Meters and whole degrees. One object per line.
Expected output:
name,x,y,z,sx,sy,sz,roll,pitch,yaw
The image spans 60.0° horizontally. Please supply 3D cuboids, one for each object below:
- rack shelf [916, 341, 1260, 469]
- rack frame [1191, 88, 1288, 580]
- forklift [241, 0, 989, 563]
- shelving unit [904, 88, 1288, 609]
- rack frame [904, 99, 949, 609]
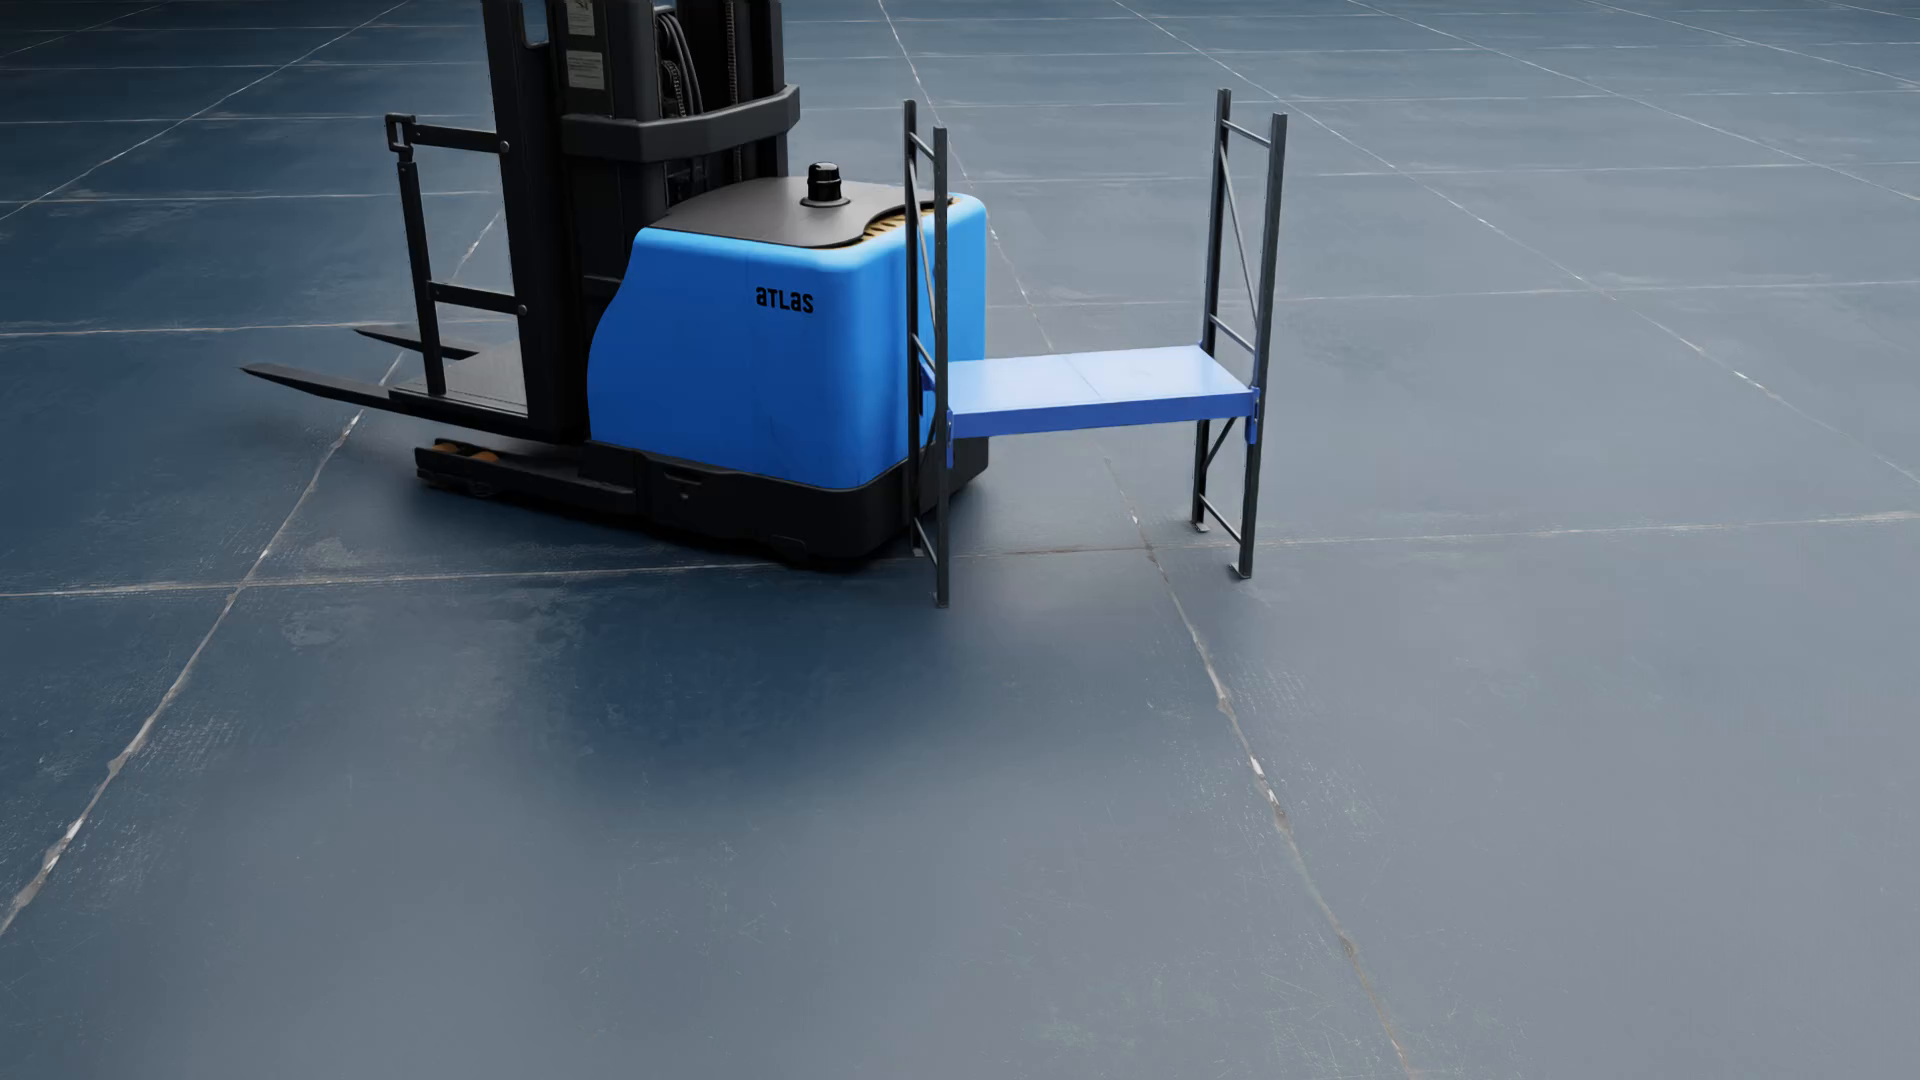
rack shelf,0.392,-0.446,5.351,1.000,0.185,0.538,-5,24,-11
rack frame,0.889,-0.655,5.378,0.032,1.500,0.500,-5,24,-11
forklift,-1.440,-1.671,5.902,3.031,2.935,1.130,12,27,25
shelving unit,0.392,-0.611,5.278,1.048,1.500,0.538,-5,24,-11
rack frame,-0.104,-0.566,5.178,0.032,1.500,0.500,-5,24,-11
